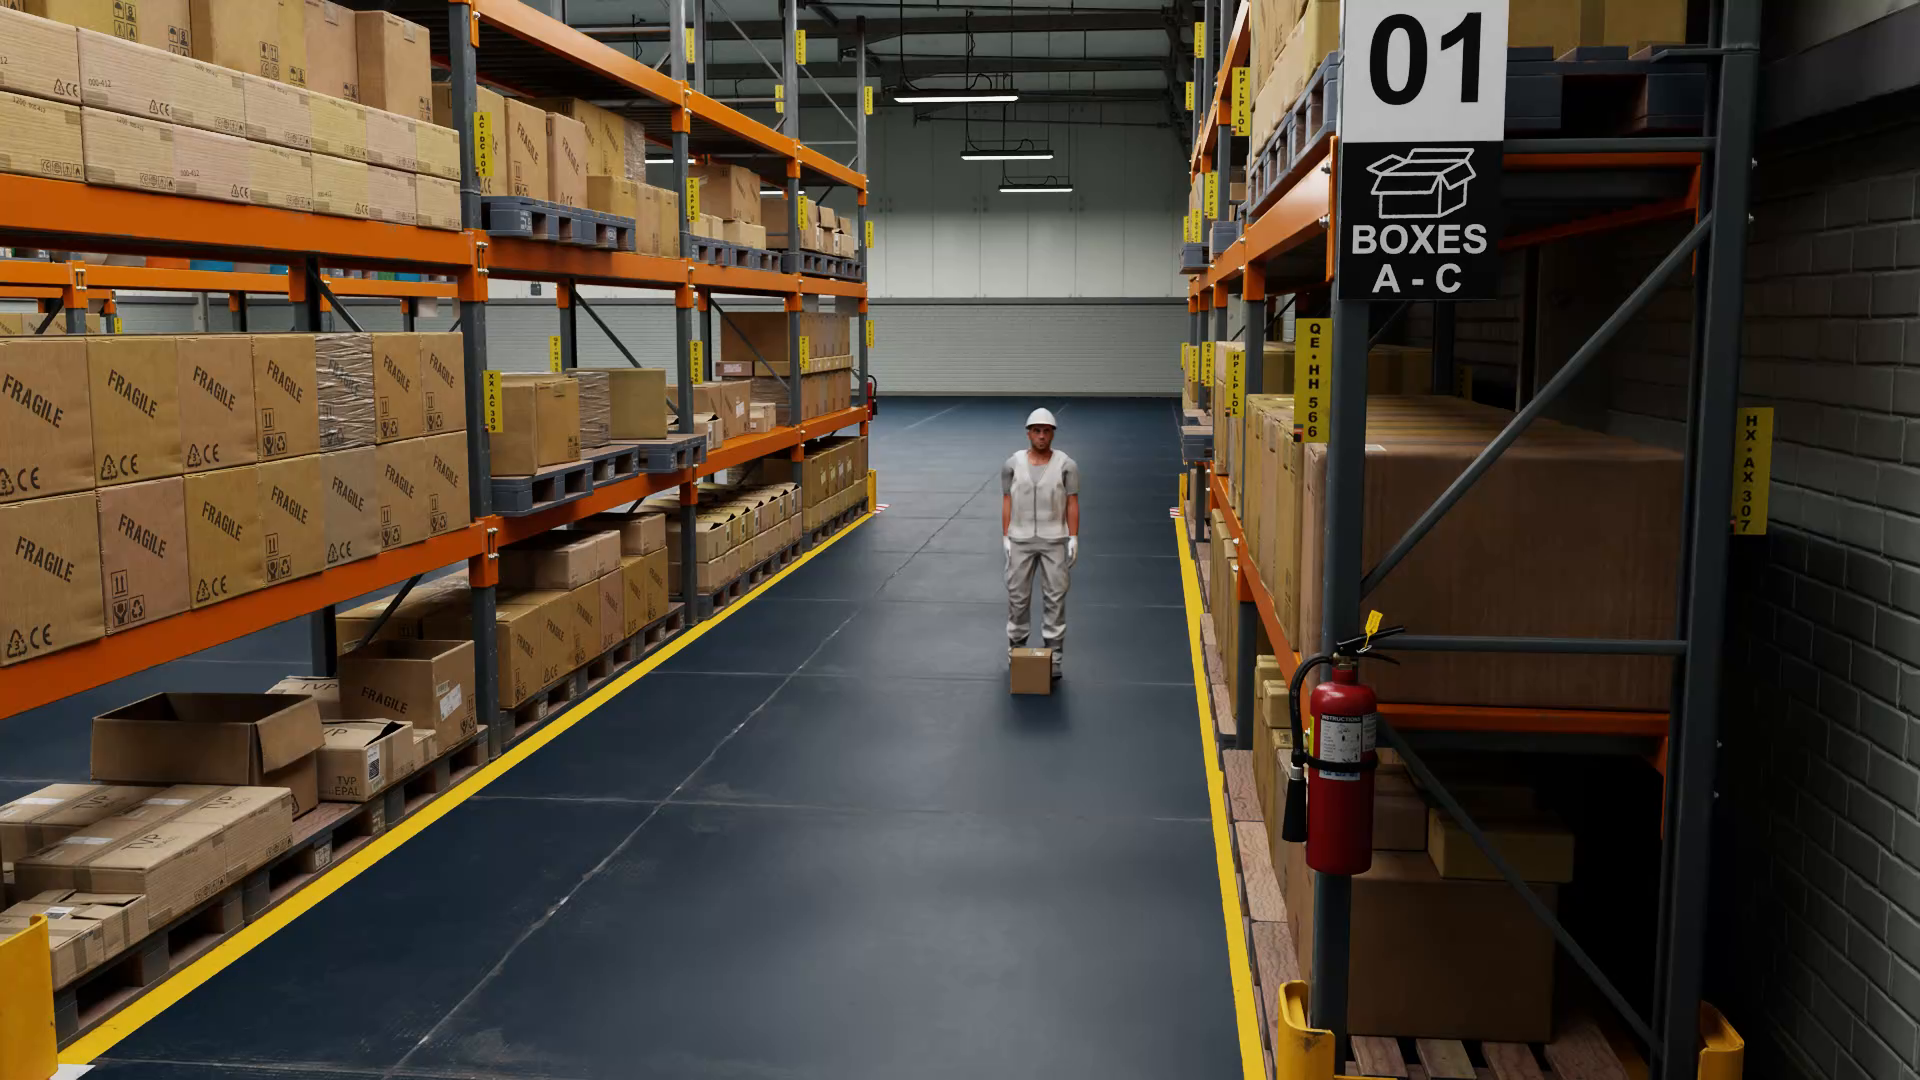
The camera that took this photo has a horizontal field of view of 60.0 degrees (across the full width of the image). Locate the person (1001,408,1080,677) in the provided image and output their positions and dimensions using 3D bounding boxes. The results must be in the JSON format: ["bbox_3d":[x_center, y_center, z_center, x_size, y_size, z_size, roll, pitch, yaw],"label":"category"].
[{"bbox_3d":[0.528,0.044,11.052,0.524,1.836,0.353,1,8,8],"label":"person"}]
